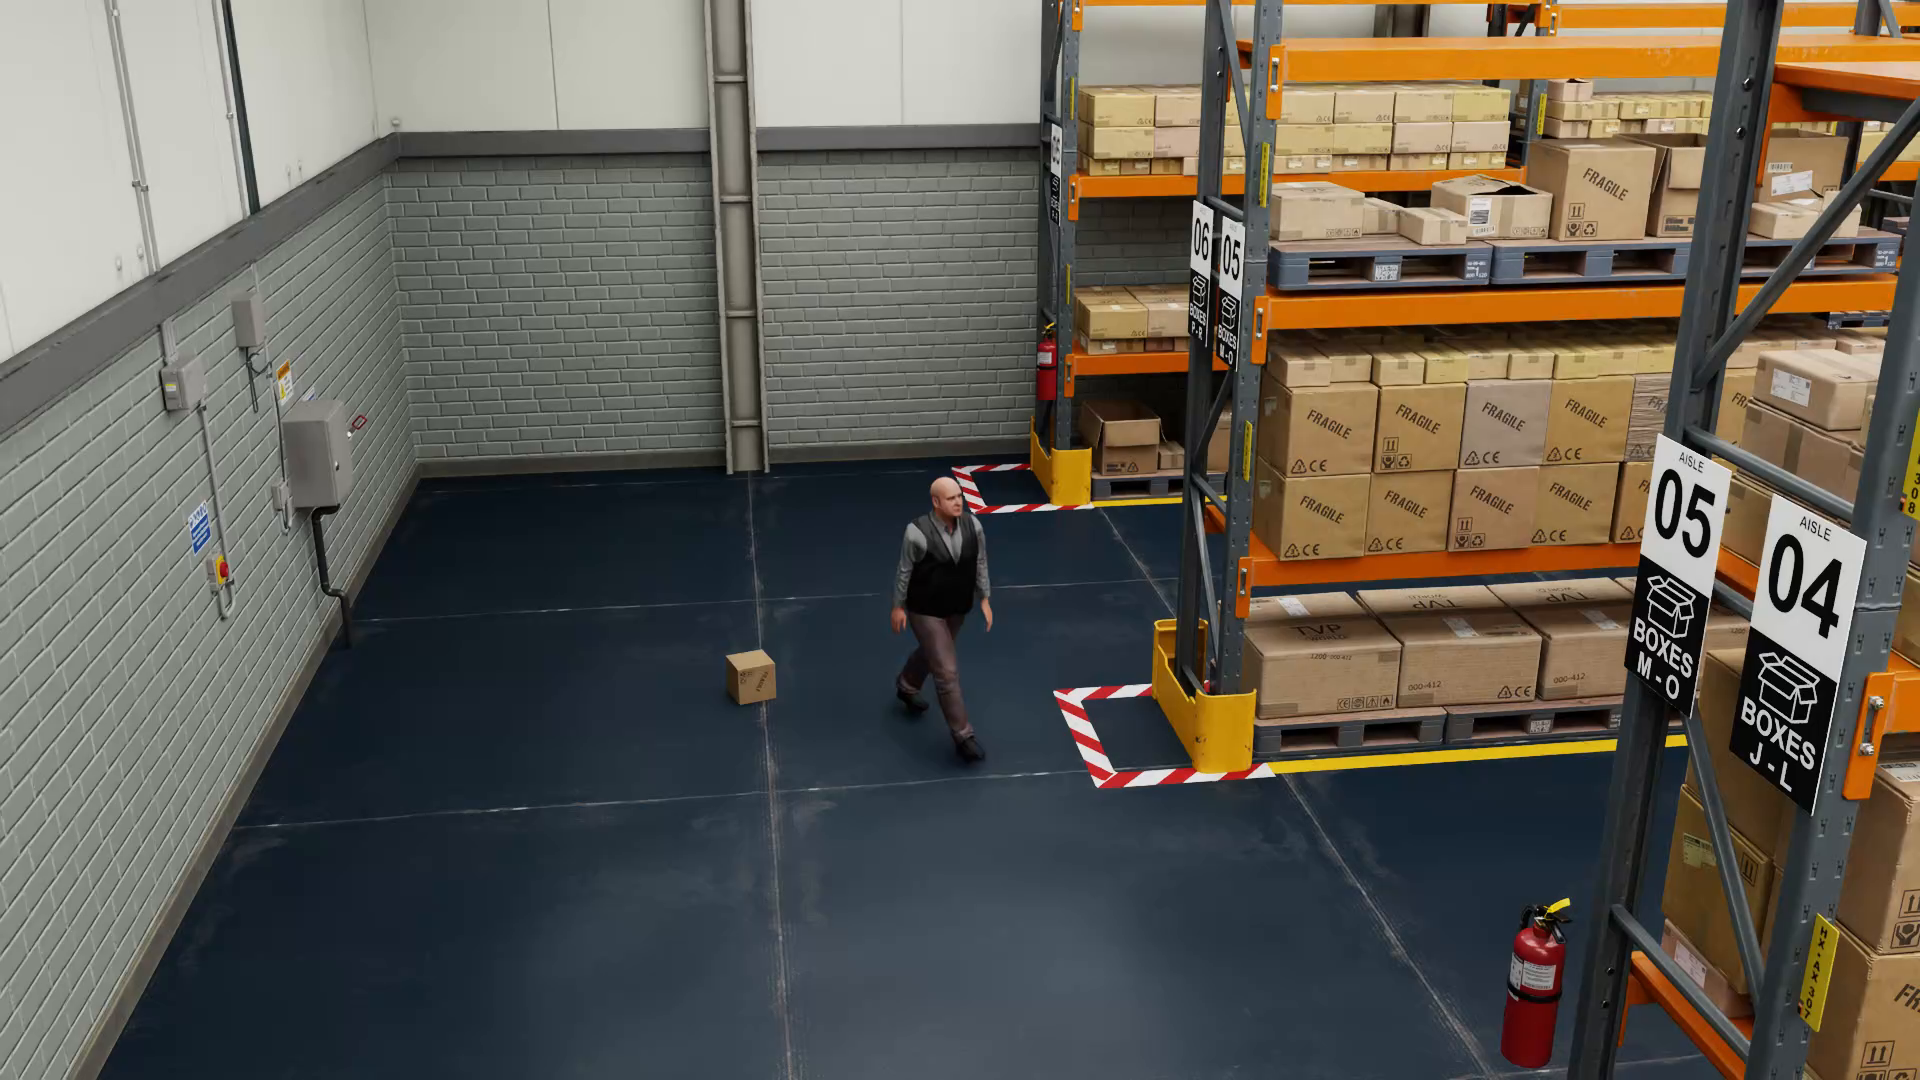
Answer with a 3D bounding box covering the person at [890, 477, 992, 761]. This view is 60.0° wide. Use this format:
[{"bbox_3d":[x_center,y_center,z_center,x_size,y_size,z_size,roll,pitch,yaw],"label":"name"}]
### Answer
[{"bbox_3d":[-0.089,0.406,10.014,0.564,1.667,1.064,-15,25,-35],"label":"person"}]
